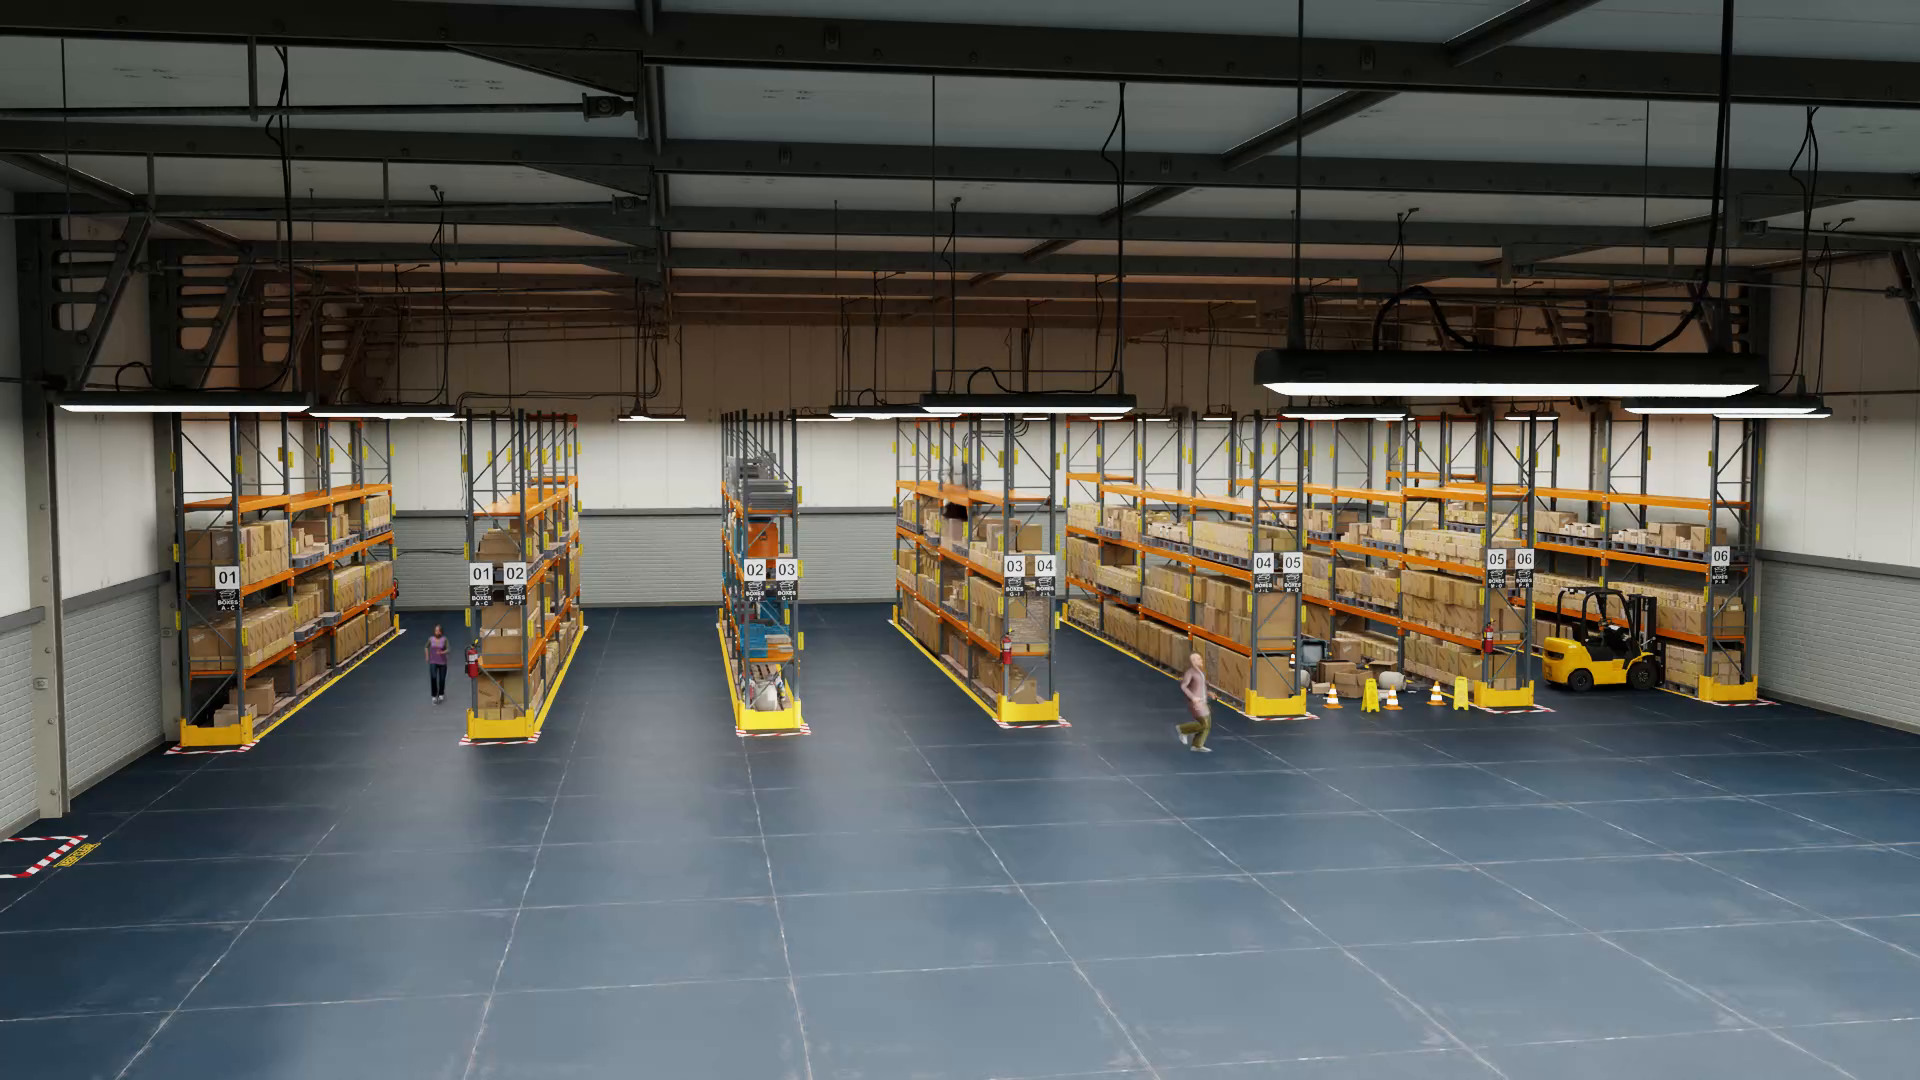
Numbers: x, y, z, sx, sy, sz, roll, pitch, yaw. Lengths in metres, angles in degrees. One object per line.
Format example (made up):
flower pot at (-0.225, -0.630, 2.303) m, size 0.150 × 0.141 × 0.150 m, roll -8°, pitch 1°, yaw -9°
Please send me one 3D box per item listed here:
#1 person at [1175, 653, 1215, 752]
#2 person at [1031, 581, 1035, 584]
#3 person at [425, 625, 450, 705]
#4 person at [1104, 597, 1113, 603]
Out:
person at (4.111, 2.839, 29.067) m, size 0.631 × 1.726 × 0.726 m, roll 2°, pitch 5°, yaw 30°
person at (2.206, 1.622, 45.539) m, size 0.661 × 1.783 × 0.958 m, roll 0°, pitch 4°, yaw -6°
person at (-10.671, 2.554, 33.975) m, size 0.503 × 1.617 × 0.682 m, roll -1°, pitch 4°, yaw -17°
person at (4.398, 1.464, 49.976) m, size 0.510 × 1.535 × 0.744 m, roll 2°, pitch 4°, yaw 22°
